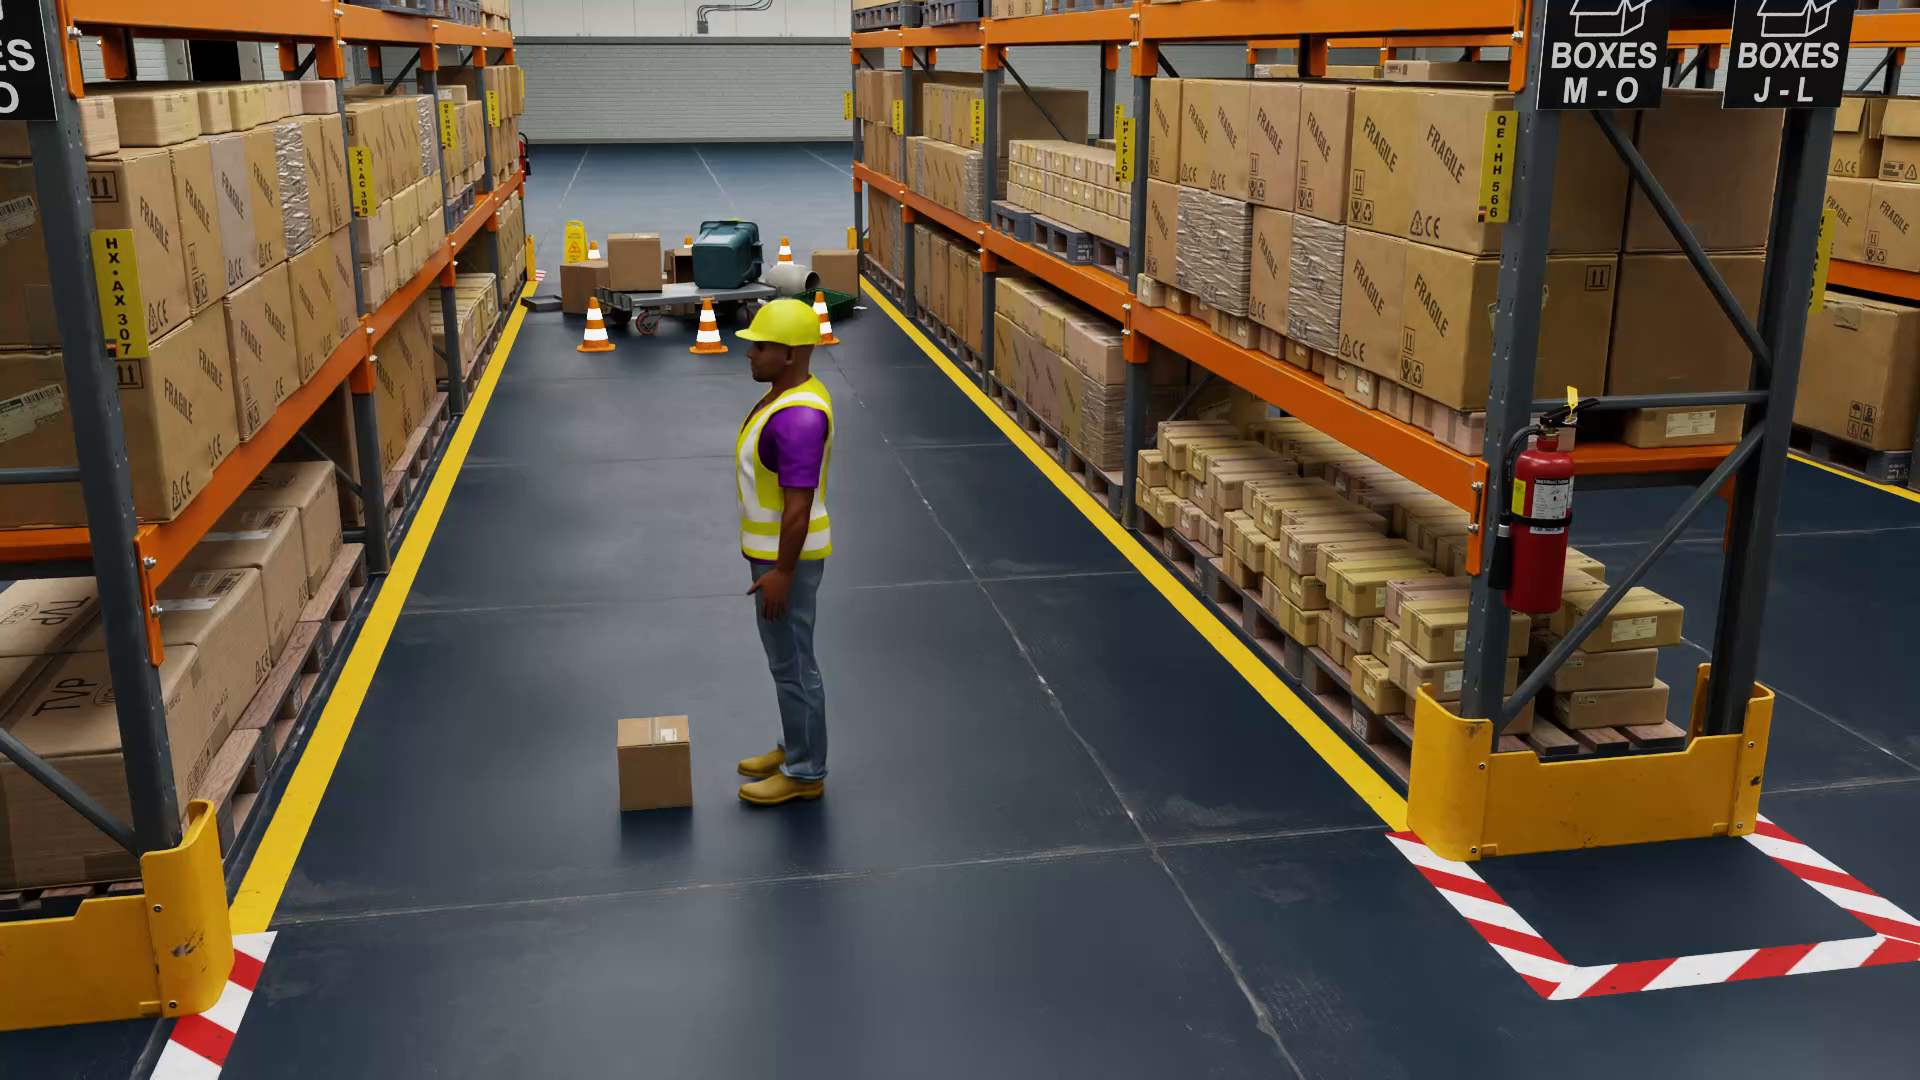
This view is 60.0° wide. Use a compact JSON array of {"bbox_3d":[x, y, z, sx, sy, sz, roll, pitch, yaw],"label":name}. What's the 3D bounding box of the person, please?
[{"bbox_3d":[-0.622,0.052,5.812,0.377,1.782,0.575,-3,16,-9],"label":"person"}]
